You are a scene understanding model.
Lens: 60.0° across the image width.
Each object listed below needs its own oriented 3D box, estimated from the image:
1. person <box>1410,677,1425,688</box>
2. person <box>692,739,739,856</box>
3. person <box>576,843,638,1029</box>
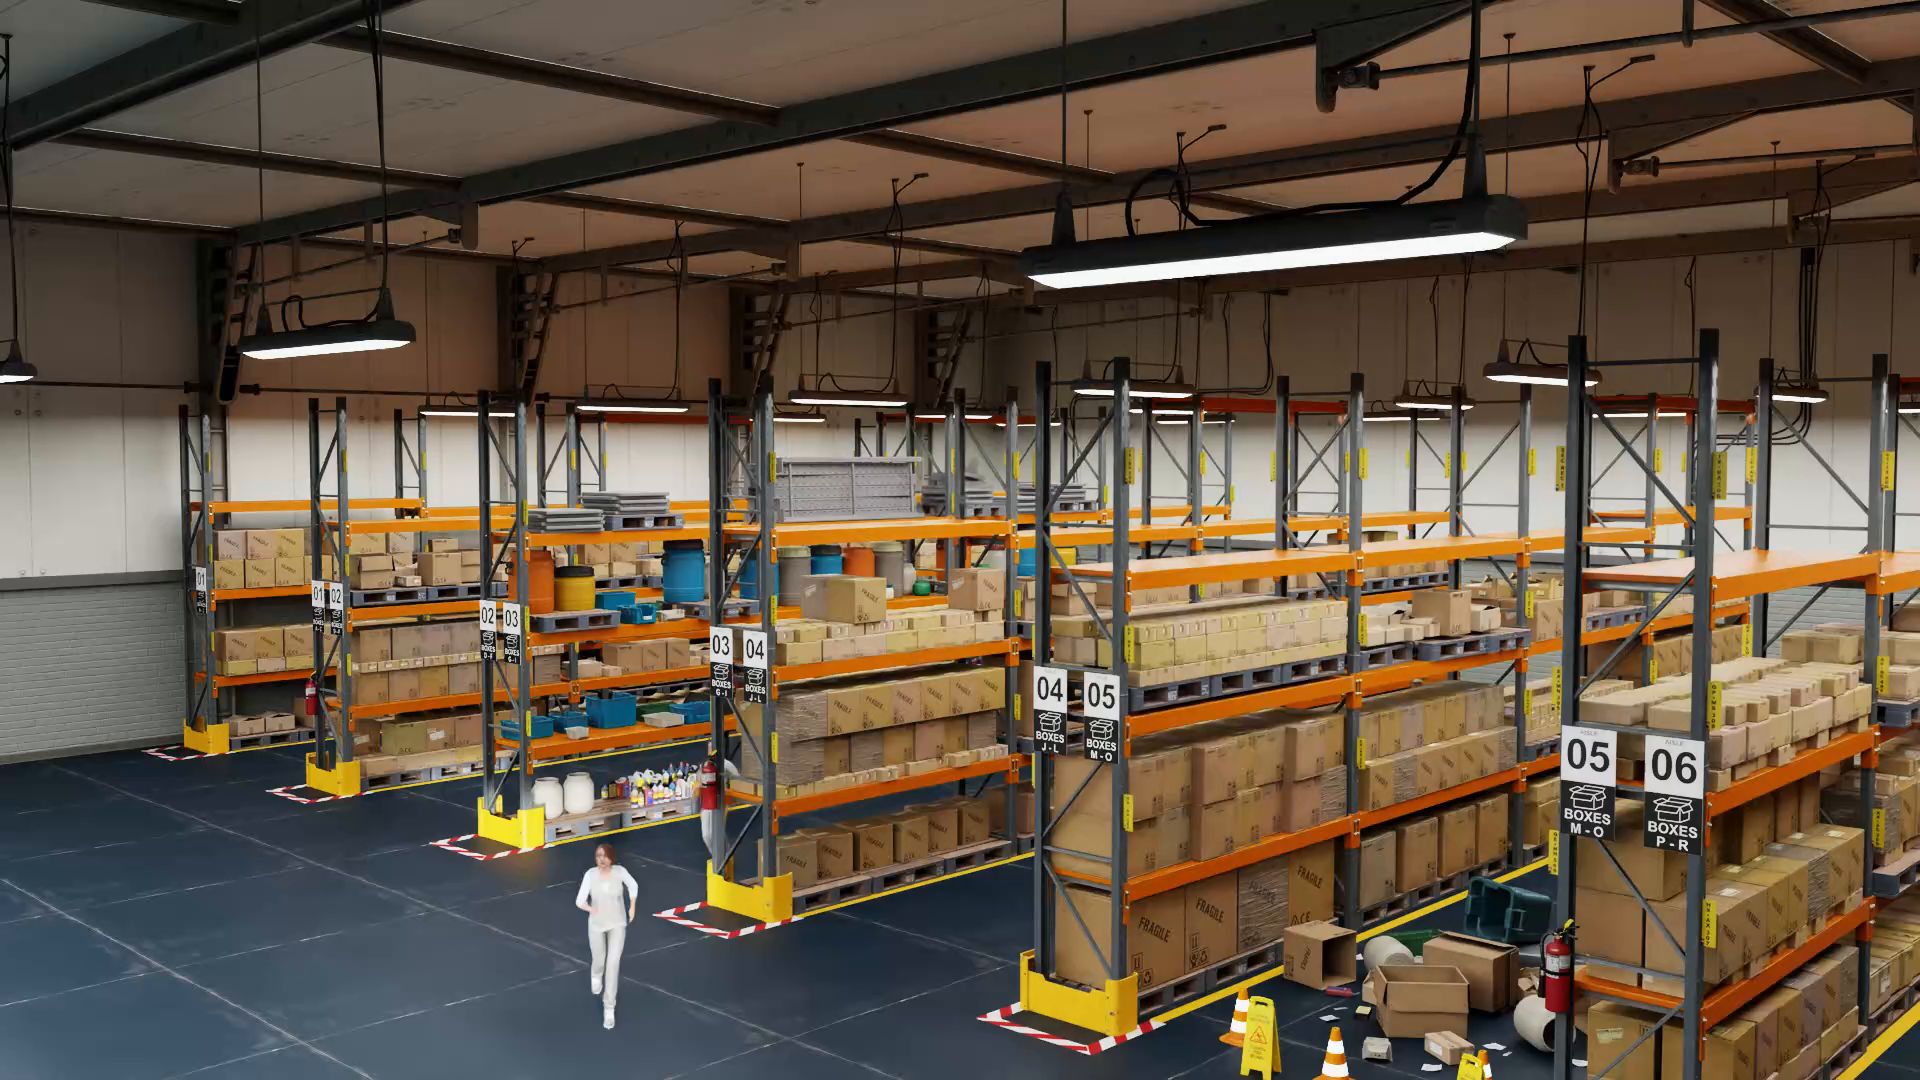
[{"bbox_3d":[7.147,2.940,26.005,0.547,1.737,0.864,2,4,37],"label":"person"},{"bbox_3d":[-3.044,3.260,20.430,0.554,1.627,0.548,1,3,24],"label":"person"},{"bbox_3d":[-3.239,3.560,15.290,0.550,1.603,0.882,0,3,-9],"label":"person"}]
